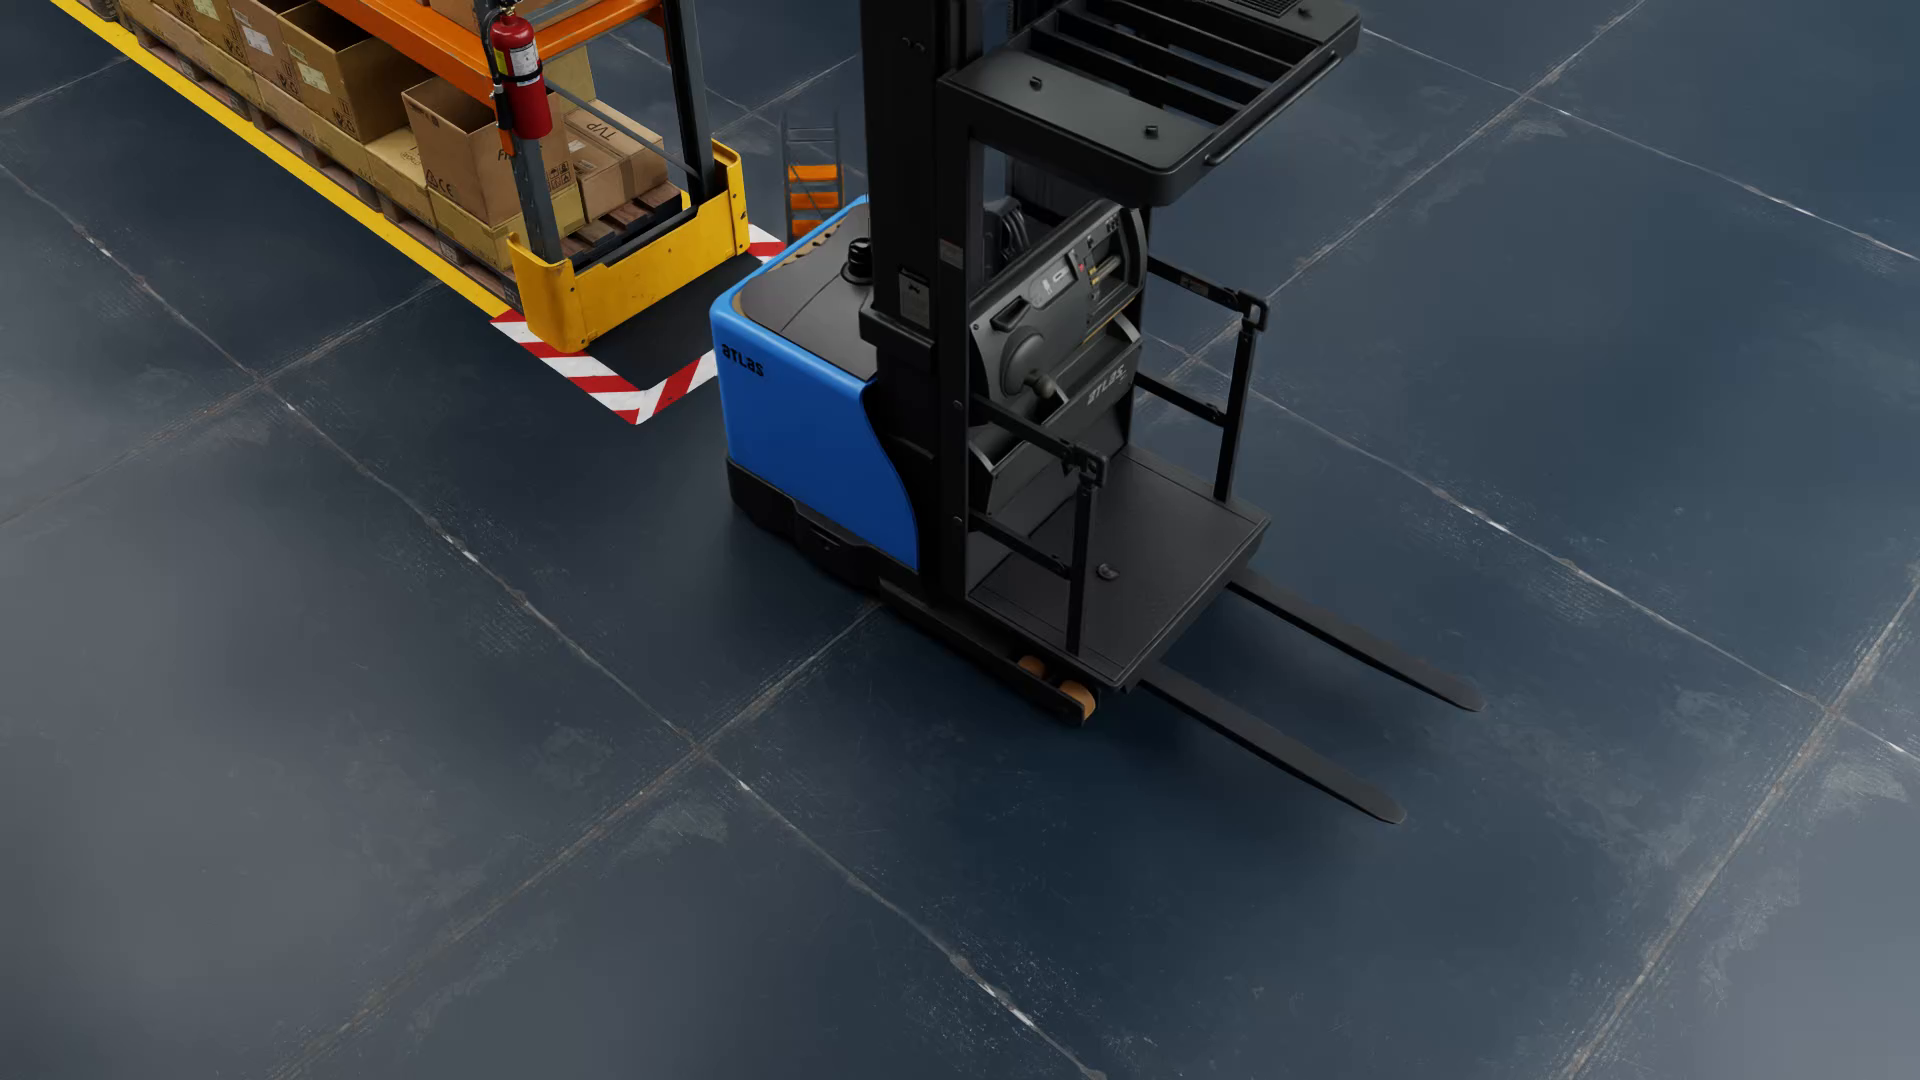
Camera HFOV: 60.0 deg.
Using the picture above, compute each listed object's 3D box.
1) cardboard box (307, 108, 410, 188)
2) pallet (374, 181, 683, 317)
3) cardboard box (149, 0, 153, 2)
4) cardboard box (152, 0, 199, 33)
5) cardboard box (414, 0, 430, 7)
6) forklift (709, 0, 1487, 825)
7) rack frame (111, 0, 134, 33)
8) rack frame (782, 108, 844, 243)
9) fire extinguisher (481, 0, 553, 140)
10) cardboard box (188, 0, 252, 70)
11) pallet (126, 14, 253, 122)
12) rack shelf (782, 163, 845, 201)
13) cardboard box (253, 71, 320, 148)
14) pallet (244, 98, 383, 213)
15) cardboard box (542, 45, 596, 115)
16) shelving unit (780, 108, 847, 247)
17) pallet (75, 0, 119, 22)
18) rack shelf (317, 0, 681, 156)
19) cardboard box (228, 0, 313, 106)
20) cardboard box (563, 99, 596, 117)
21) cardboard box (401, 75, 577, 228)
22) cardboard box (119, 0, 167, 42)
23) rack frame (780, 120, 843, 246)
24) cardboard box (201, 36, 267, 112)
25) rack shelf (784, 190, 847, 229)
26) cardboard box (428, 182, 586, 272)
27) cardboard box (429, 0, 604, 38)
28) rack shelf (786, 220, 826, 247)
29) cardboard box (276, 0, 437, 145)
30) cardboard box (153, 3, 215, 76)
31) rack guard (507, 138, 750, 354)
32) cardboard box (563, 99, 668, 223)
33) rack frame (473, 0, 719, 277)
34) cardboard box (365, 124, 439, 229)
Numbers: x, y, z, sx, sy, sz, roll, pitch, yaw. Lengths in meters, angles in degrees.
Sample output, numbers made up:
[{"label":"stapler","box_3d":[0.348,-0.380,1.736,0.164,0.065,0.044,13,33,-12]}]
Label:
[{"label":"cardboard box","box_3d":[-2.889,-2.071,8.344,0.500,0.250,0.500,34,55,28]},{"label":"pallet","box_3d":[-2.141,-1.676,8.287,1.213,0.211,1.003,34,55,28]},{"label":"cardboard box","box_3d":[-4.362,-3.315,8.997,0.500,0.500,0.500,34,55,28]},{"label":"cardboard box","box_3d":[-3.989,-3.072,8.769,0.500,0.500,0.500,34,55,28]},{"label":"cardboard box","box_3d":[-2.274,-2.804,7.365,0.500,0.500,0.700,35,56,29]},{"label":"forklift","box_3d":[0.511,-0.759,5.561,3.031,2.935,1.130,30,54,25]},{"label":"rack frame","box_3d":[-4.490,-4.252,8.794,0.127,3.000,1.000,34,55,28]},{"label":"rack frame","box_3d":[-0.617,-1.288,7.278,0.240,1.200,0.006,-2,30,-2]},{"label":"fire extinguisher","box_3d":[-1.779,-1.941,6.676,0.183,0.674,0.296,34,55,28]},{"label":"cardboard box","box_3d":[-3.627,-2.820,8.533,0.500,0.500,0.500,34,55,28]},{"label":"pallet","box_3d":[-3.934,-2.882,9.420,1.213,0.211,1.003,34,55,28]},{"label":"rack shelf","box_3d":[-0.617,-1.517,7.043,0.258,0.103,0.180,-2,30,-2]},{"label":"cardboard box","box_3d":[-3.256,-2.319,8.577,0.500,0.250,0.500,34,55,28]},{"label":"pallet","box_3d":[-3.033,-2.279,8.853,1.213,0.211,1.003,34,55,28]},{"label":"cardboard box","box_3d":[-2.163,-2.364,8.105,0.500,0.500,0.500,34,55,28]},{"label":"shelving unit","box_3d":[-0.613,-1.243,7.199,0.258,1.200,0.189,-2,30,-2]},{"label":"pallet","box_3d":[-5.058,-3.641,10.133,1.213,0.211,1.003,34,55,28]},{"label":"rack shelf","box_3d":[-3.021,-3.017,8.127,4.000,0.370,1.077,34,55,28]},{"label":"cardboard box","box_3d":[-3.258,-2.574,8.301,0.500,0.500,0.500,34,55,28]},{"label":"cardboard box","box_3d":[-2.164,-2.107,8.377,0.500,0.250,0.500,34,55,28]},{"label":"cardboard box","box_3d":[-2.147,-1.840,7.612,0.500,0.500,0.500,34,55,28]},{"label":"cardboard box","box_3d":[-4.355,-3.063,9.275,0.500,0.250,0.500,34,55,28]},{"label":"rack frame","box_3d":[-0.609,-1.198,7.119,0.240,1.200,0.006,-2,30,-2]},{"label":"cardboard box","box_3d":[-3.627,-2.563,8.806,0.500,0.250,0.500,34,55,28]},{"label":"rack shelf","box_3d":[-0.615,-1.413,7.102,0.258,0.103,0.180,-2,30,-2]},{"label":"cardboard box","box_3d":[-2.145,-1.584,7.886,0.500,0.250,0.500,34,55,28]},{"label":"cardboard box","box_3d":[-1.885,-2.546,7.123,0.500,0.500,0.700,34,55,28]},{"label":"rack shelf","box_3d":[-0.614,-1.308,7.161,0.258,0.103,0.180,-2,30,-2]},{"label":"cardboard box","box_3d":[-2.892,-2.326,8.069,0.500,0.500,0.500,34,55,28]},{"label":"cardboard box","box_3d":[-3.991,-2.813,9.040,0.500,0.250,0.500,34,55,28]},{"label":"rack guard","box_3d":[-1.533,-1.407,7.837,0.348,0.500,1.175,34,55,28]},{"label":"cardboard box","box_3d":[-1.794,-1.861,8.147,0.500,0.250,0.500,34,55,28]},{"label":"rack frame","box_3d":[-1.551,-2.275,6.937,0.127,3.000,1.000,34,55,28]},{"label":"cardboard box","box_3d":[-2.521,-1.825,8.112,0.500,0.250,0.500,34,55,28]}]
